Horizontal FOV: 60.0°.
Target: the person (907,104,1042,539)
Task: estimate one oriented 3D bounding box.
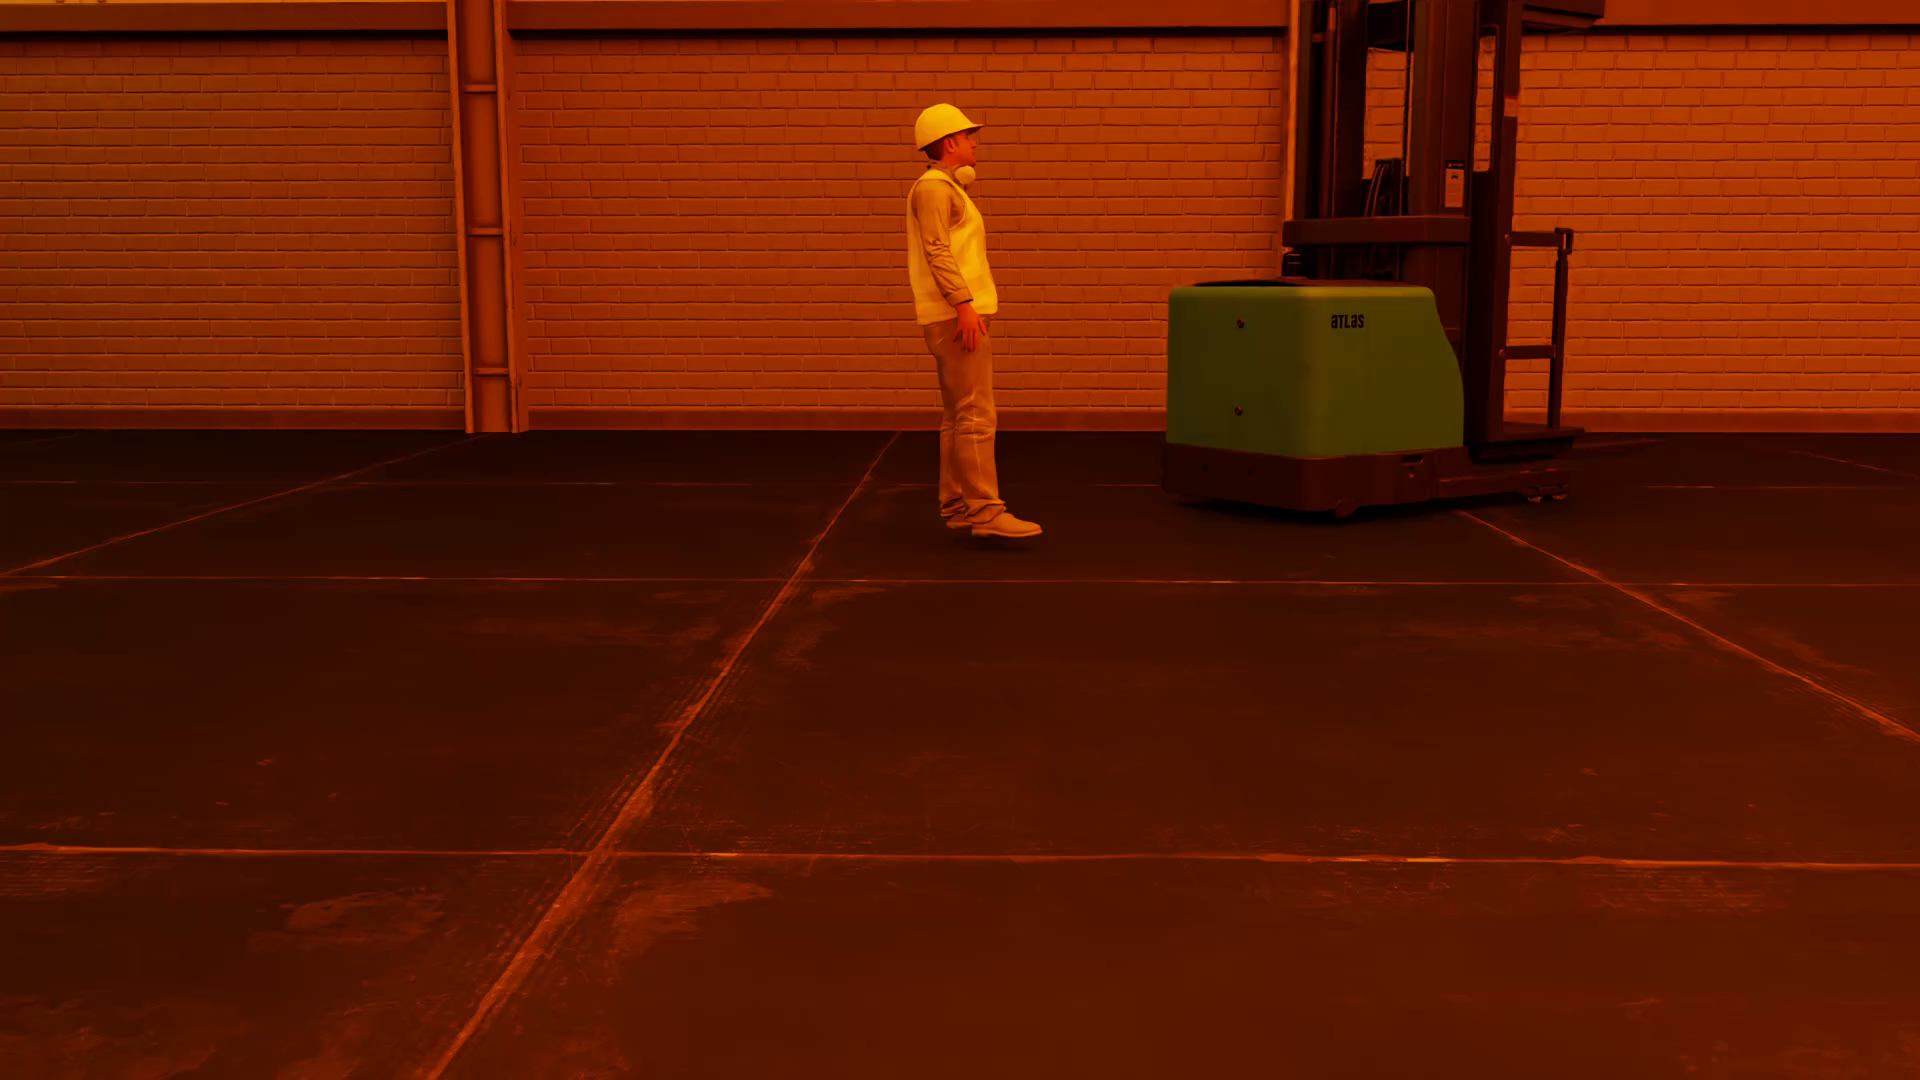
[{"bbox_3d":[0.063,-0.923,6.977,0.566,1.775,0.633,0,9,1],"label":"person"}]

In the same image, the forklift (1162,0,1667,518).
[{"bbox_3d":[2.510,-1.695,8.517,3.031,2.935,1.130,-6,10,-34],"label":"forklift"}]
